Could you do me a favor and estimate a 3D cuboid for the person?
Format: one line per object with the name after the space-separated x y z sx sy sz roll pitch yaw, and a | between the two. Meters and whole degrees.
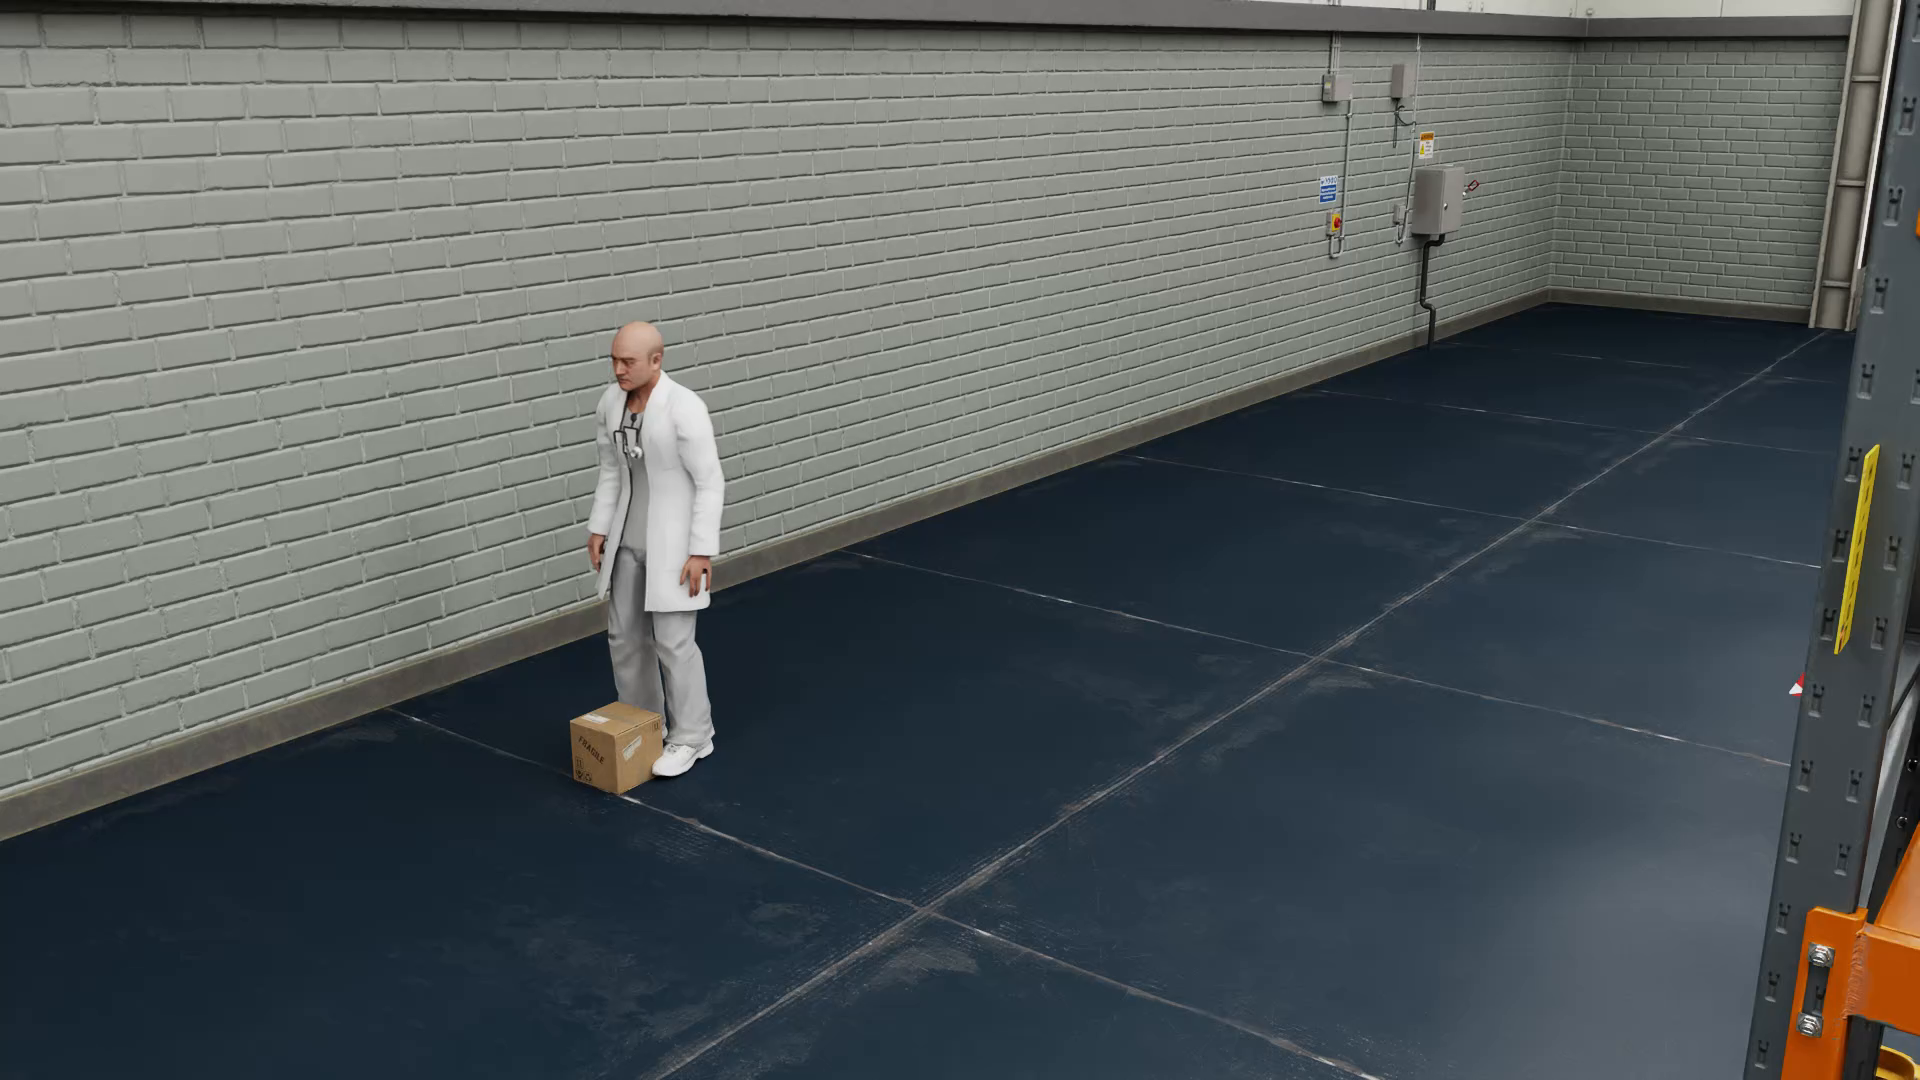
-1.189 0.023 6.483 0.655 1.774 0.415 11 20 33 | person
